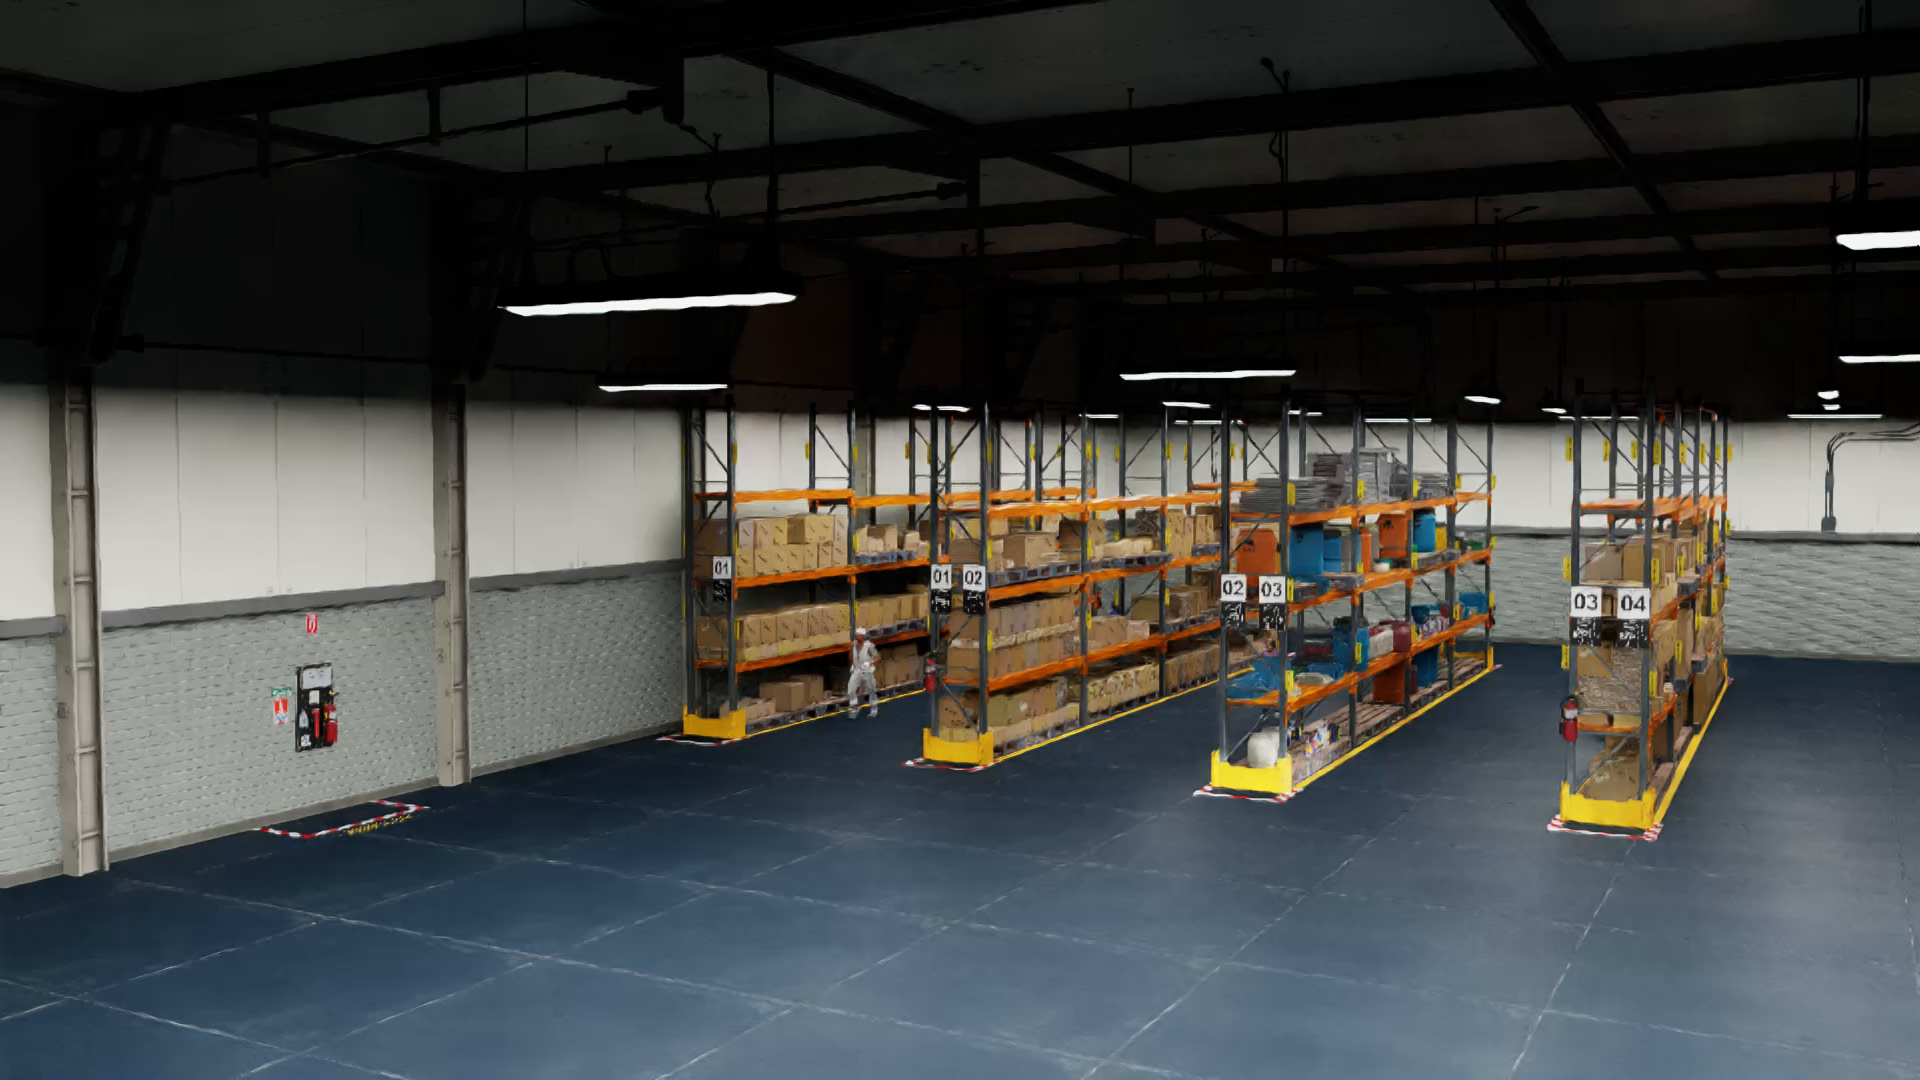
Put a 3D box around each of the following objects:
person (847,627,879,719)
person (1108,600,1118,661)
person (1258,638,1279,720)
[{"bbox_3d":[-1.844,2.490,31.294,0.710,1.728,0.816,1,3,24],"label":"person"},{"bbox_3d":[3.569,2.182,37.711,0.477,1.670,0.608,0,3,0],"label":"person"},{"bbox_3d":[5.852,2.593,31.236,0.559,1.528,0.817,1,3,23],"label":"person"}]
